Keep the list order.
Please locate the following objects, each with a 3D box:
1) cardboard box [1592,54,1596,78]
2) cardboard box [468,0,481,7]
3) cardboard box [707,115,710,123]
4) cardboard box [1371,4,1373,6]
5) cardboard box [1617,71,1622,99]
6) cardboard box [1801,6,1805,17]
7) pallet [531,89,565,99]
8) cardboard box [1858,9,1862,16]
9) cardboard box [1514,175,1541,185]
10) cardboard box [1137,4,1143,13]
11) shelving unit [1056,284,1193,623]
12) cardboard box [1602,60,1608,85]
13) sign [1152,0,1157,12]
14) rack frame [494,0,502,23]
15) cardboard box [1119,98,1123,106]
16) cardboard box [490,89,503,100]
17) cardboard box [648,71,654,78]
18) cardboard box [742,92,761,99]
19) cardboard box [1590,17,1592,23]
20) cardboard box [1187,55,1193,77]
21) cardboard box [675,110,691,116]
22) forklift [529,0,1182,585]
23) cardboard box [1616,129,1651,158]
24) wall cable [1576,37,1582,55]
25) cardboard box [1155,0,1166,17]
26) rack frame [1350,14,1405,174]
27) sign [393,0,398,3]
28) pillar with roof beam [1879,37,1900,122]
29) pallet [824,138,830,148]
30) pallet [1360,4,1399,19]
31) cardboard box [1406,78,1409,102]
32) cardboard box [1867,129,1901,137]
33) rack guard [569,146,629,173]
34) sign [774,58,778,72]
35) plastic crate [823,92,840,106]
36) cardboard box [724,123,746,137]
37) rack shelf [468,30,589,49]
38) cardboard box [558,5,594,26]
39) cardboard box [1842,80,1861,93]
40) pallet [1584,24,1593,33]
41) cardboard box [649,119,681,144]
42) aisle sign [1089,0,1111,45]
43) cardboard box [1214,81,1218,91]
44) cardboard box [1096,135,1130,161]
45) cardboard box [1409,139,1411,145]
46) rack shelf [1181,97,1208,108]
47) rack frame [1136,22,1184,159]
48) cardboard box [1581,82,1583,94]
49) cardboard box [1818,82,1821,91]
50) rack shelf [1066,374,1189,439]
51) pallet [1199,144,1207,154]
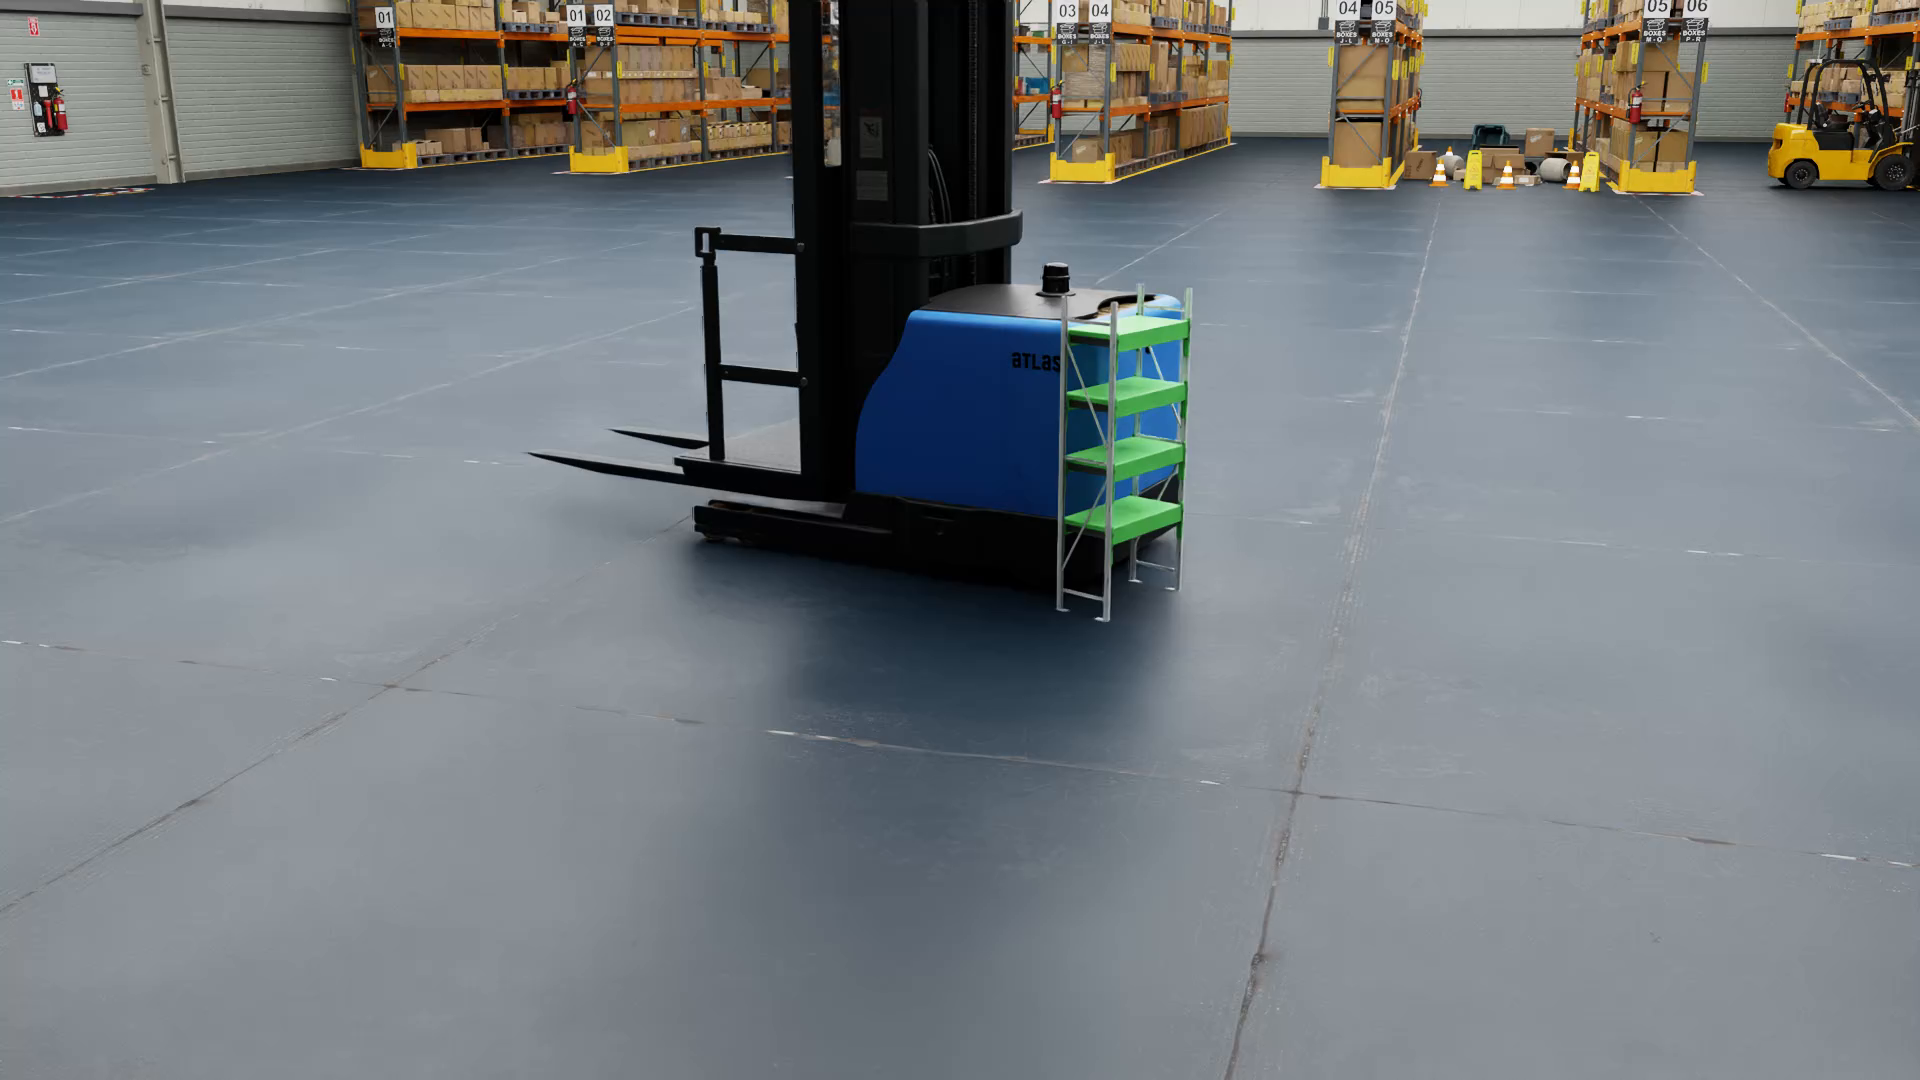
[{"bbox_3d":[14.495,-10.641,37.331,0.500,0.500,0.500,4,16,14],"label":"cardboard box"},{"bbox_3d":[-10.892,-11.983,36.531,0.500,0.500,0.500,6,17,19],"label":"cardboard box"},{"bbox_3d":[-7.698,-12.115,48.358,0.700,0.500,0.500,5,16,16],"label":"cardboard box"},{"bbox_3d":[8.158,-10.553,32.864,0.500,0.250,0.500,5,17,16],"label":"cardboard box"},{"bbox_3d":[12.373,-8.342,30.515,0.500,0.500,0.500,5,16,16],"label":"cardboard box"},{"bbox_3d":[20.689,-12.791,40.245,0.500,0.250,0.500,4,16,15],"label":"cardboard box"},{"bbox_3d":[-10.250,-10.731,40.019,1.003,0.211,1.213,5,16,16],"label":"pallet"},{"bbox_3d":[19.043,-11.049,34.833,0.380,0.149,0.250,5,17,18],"label":"cardboard box"},{"bbox_3d":[10.184,-6.459,29.828,0.250,0.149,0.380,-15,21,-41],"label":"cardboard box"},{"bbox_3d":[3.363,-10.392,32.517,0.380,0.149,0.250,4,16,14],"label":"cardboard box"},{"bbox_3d":[0.624,-0.340,6.330,0.258,1.200,0.503,13,20,39],"label":"shelving unit"},{"bbox_3d":[13.672,-9.717,34.594,0.500,0.500,0.500,4,16,14],"label":"cardboard box"},{"bbox_3d":[3.906,-10.798,33.456,0.100,0.325,0.005,5,16,16],"label":"sign"},{"bbox_3d":[-10.863,-13.184,37.322,1.000,3.000,0.127,5,16,16],"label":"rack frame"},{"bbox_3d":[2.906,-8.362,31.775,0.380,0.149,0.250,5,16,16],"label":"cardboard box"},{"bbox_3d":[-10.707,-10.088,37.638,0.500,0.250,0.500,5,16,16],"label":"cardboard box"},{"bbox_3d":[-6.568,-9.652,34.489,0.380,0.149,0.250,4,16,15],"label":"cardboard box"},{"bbox_3d":[-4.967,-10.584,39.608,0.380,0.149,0.250,5,16,16],"label":"cardboard box"},{"bbox_3d":[15.766,-12.823,41.050,0.380,0.149,0.250,5,17,18],"label":"cardboard box"},{"bbox_3d":[5.116,-11.259,39.507,0.797,0.503,0.637,5,17,18],"label":"cardboard box"},{"bbox_3d":[-7.859,-12.103,47.124,0.380,0.149,0.250,4,16,14],"label":"cardboard box"},{"bbox_3d":[-0.588,-1.498,7.238,3.031,2.935,1.130,8,18,27],"label":"forklift"},{"bbox_3d":[12.021,-7.069,29.650,0.500,0.500,0.500,4,16,15],"label":"cardboard box"},{"bbox_3d":[17.876,-13.498,47.501,0.585,1.953,0.123,5,16,16],"label":"wall cable"},{"bbox_3d":[3.879,-11.203,34.873,0.797,0.503,0.637,5,17,18],"label":"cardboard box"},{"bbox_3d":[8.111,-8.735,32.628,1.000,3.000,0.127,5,16,16],"label":"rack frame"},{"bbox_3d":[-11.480,-11.073,33.774,0.100,0.325,0.005,5,16,16],"label":"sign"},{"bbox_3d":[16.853,-13.419,38.148,9.100,9.000,0.400,5,16,16],"label":"pillar with roof beam"},{"bbox_3d":[-4.034,-10.451,43.788,1.003,0.211,1.213,5,16,16],"label":"pallet"},{"bbox_3d":[7.175,-9.284,29.229,1.003,0.211,1.213,5,16,16],"label":"pallet"},{"bbox_3d":[9.377,-9.691,35.815,0.500,0.500,0.500,5,16,16],"label":"cardboard box"},{"bbox_3d":[18.414,-7.766,32.794,0.875,0.625,0.625,5,17,18],"label":"cardboard box"},{"bbox_3d":[-7.256,-7.660,33.419,1.175,0.500,0.348,5,16,16],"label":"rack guard"},{"bbox_3d":[-4.443,-11.477,40.172,0.100,0.325,0.005,5,16,16],"label":"sign"},{"bbox_3d":[-2.646,-8.566,32.306,0.499,0.251,0.616,5,16,16],"label":"plastic crate"},{"bbox_3d":[-5.321,-9.555,38.762,0.500,0.311,0.500,5,17,17],"label":"cardboard box"},{"bbox_3d":[-10.295,-11.919,39.674,1.077,0.370,4.000,5,16,16],"label":"rack shelf"},{"bbox_3d":[-9.647,-13.177,41.801,0.700,0.500,0.500,3,16,12],"label":"cardboard box"},{"bbox_3d":[18.772,-9.471,34.729,0.500,0.250,0.500,4,16,13],"label":"cardboard box"},{"bbox_3d":[16.095,-12.723,41.352,1.003,0.211,1.213,5,16,16],"label":"pallet"},{"bbox_3d":[-6.327,-8.756,35.597,0.500,0.500,0.500,5,16,16],"label":"cardboard box"},{"bbox_3d":[2.517,-9.311,29.894,0.394,0.787,0.004,5,16,16],"label":"aisle sign"},{"bbox_3d":[6.330,-11.678,42.735,0.500,0.250,0.500,5,17,17],"label":"cardboard box"},{"bbox_3d":[3.076,-7.893,33.473,0.500,0.500,0.500,11,19,33],"label":"cardboard box"},{"bbox_3d":[10.796,-9.729,40.587,0.380,0.149,0.250,4,16,13],"label":"cardboard box"},{"bbox_3d":[5.089,-10.370,39.710,1.077,0.370,4.000,5,16,16],"label":"rack shelf"},{"bbox_3d":[4.521,-10.192,37.767,1.000,3.000,0.127,5,16,16],"label":"rack frame"},{"bbox_3d":[15.479,-11.063,40.654,0.500,0.500,0.500,5,17,18],"label":"cardboard box"},{"bbox_3d":[19.830,-10.310,37.910,0.500,0.250,0.500,5,17,17],"label":"cardboard box"},{"bbox_3d":[0.624,-0.510,6.282,0.258,0.148,0.480,13,20,39],"label":"rack shelf"},{"bbox_3d":[5.510,-9.690,41.105,1.003,0.211,1.213,5,16,16],"label":"pallet"}]
